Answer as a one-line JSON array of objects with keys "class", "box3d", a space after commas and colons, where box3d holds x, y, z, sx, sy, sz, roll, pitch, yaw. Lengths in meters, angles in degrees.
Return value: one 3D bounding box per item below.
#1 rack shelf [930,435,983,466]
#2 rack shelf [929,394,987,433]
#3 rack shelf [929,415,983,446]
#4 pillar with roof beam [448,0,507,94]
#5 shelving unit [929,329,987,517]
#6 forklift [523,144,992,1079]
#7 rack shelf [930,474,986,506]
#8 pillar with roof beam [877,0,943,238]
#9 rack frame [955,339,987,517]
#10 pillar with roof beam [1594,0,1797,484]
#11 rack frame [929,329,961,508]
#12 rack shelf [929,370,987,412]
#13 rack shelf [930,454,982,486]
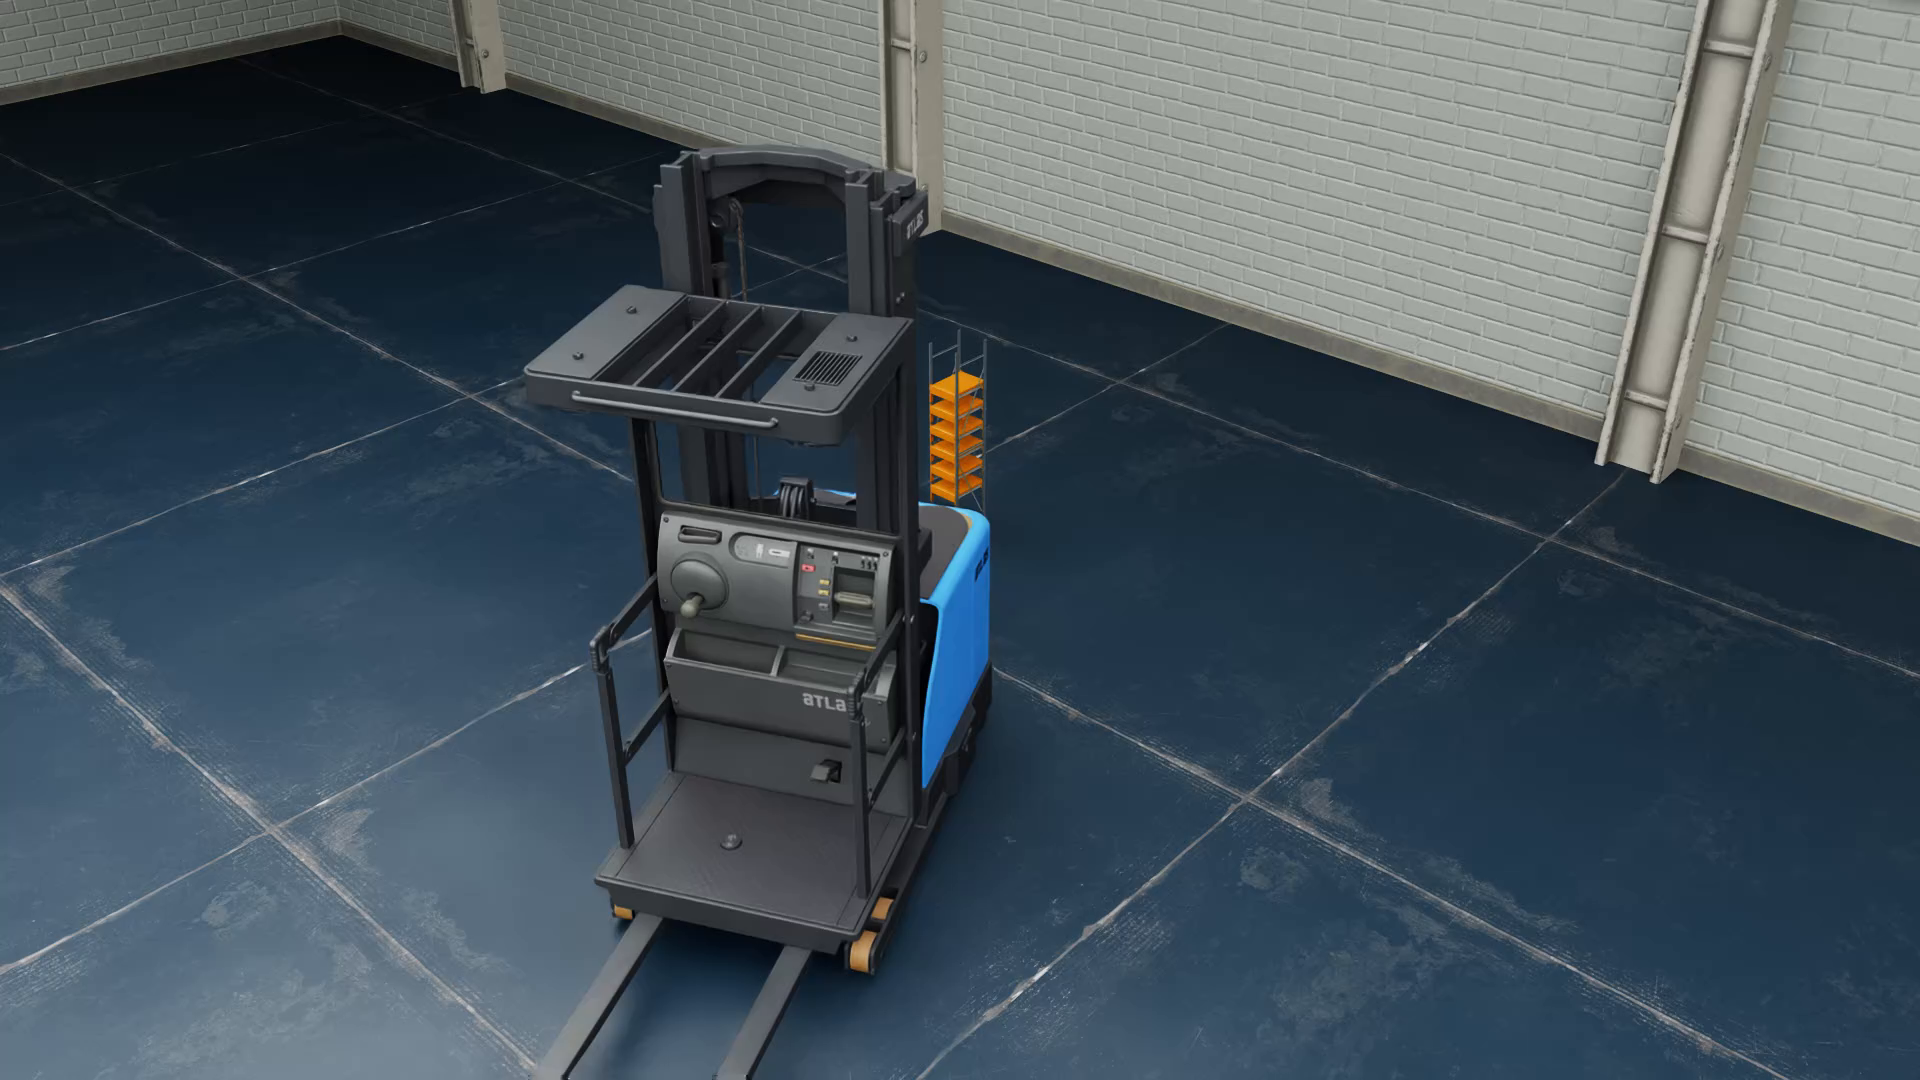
[{"class": "rack shelf", "box3d": [-0.011, -0.481, 8.972, 0.180, 0.103, 0.258, 25, 39, 35]}, {"class": "rack shelf", "box3d": [-0.011, -0.687, 8.848, 0.180, 0.103, 0.258, 25, 39, 35]}, {"class": "rack shelf", "box3d": [-0.011, -0.584, 8.910, 0.180, 0.103, 0.258, 25, 39, 35]}, {"class": "pillar with roof beam", "box3d": [-7.716, -6.818, 11.850, 0.400, 9.000, 9.100, 25, 39, 35]}, {"class": "shelving unit", "box3d": [-0.011, -0.519, 8.949, 0.189, 1.200, 0.258, 25, 39, 35]}, {"class": "forklift", "box3d": [-0.762, 0.195, 6.085, 1.130, 2.935, 3.031, 9, 32, 14]}, {"class": "rack shelf", "box3d": [-0.011, -0.275, 9.096, 0.180, 0.103, 0.258, 25, 39, 35]}, {"class": "pillar with roof beam", "box3d": [-3.267, -4.741, 8.400, 0.400, 9.000, 9.100, 25, 39, 35]}, {"class": "rack frame", "box3d": [0.057, -0.487, 8.896, 0.006, 1.200, 0.240, 25, 39, 35]}, {"class": "pillar with roof beam", "box3d": [1.182, -2.664, 4.951, 0.400, 9.000, 9.100, 25, 39, 35]}, {"class": "rack frame", "box3d": [-0.079, -0.551, 9.001, 0.006, 1.200, 0.240, 25, 39, 35]}, {"class": "rack shelf", "box3d": [-0.011, -0.789, 8.786, 0.180, 0.103, 0.258, 25, 39, 35]}, {"class": "rack shelf", "box3d": [-0.011, -0.378, 9.034, 0.180, 0.103, 0.258, 25, 39, 35]}]
